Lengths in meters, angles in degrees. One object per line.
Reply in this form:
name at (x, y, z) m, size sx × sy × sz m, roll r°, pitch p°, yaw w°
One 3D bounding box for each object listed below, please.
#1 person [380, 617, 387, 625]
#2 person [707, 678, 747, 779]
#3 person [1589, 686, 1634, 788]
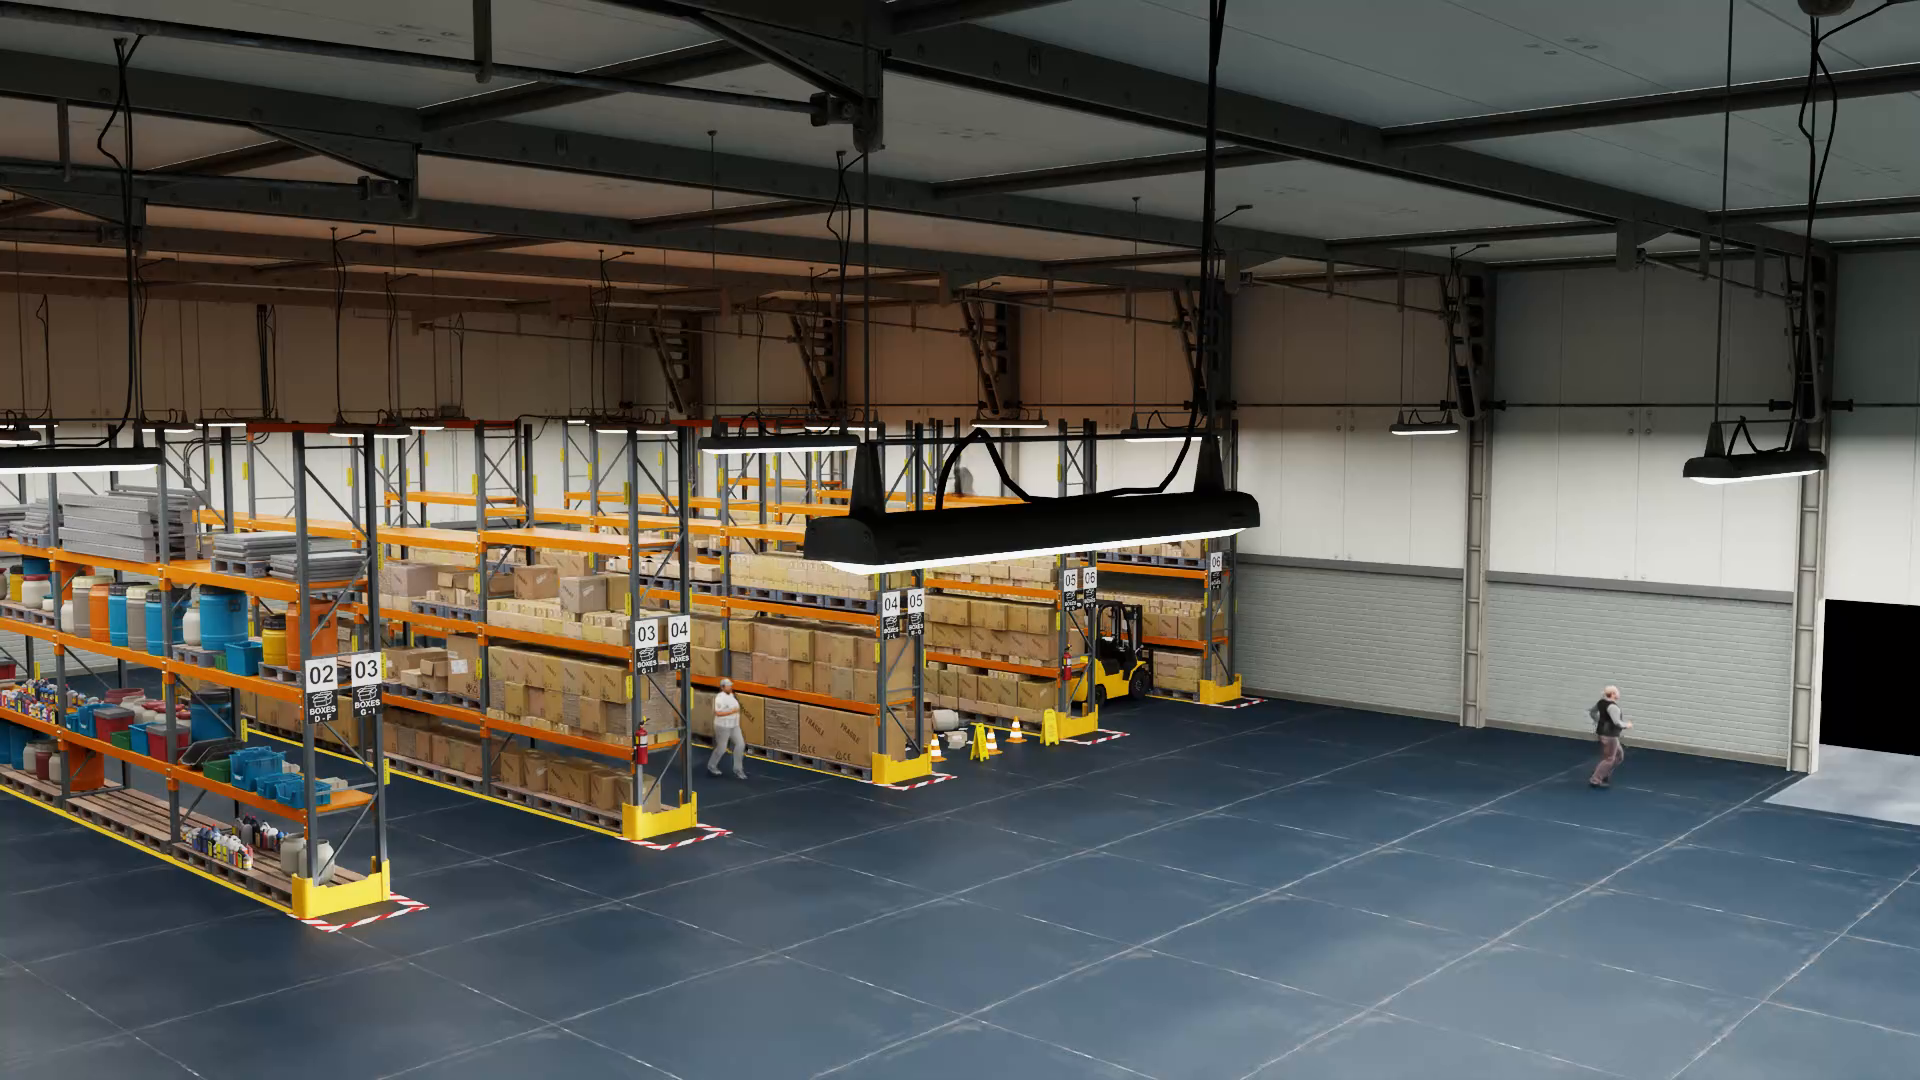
person at (-13.740, 2.270, 39.300) m, size 0.592 × 1.702 × 0.859 m, roll 3°, pitch 6°, yaw 32°
person at (-3.963, 3.197, 28.181) m, size 0.726 × 1.721 × 0.590 m, roll 3°, pitch 5°, yaw 31°
person at (10.701, 3.255, 27.336) m, size 0.692 × 1.742 × 0.685 m, roll 0°, pitch 5°, yaw 3°
